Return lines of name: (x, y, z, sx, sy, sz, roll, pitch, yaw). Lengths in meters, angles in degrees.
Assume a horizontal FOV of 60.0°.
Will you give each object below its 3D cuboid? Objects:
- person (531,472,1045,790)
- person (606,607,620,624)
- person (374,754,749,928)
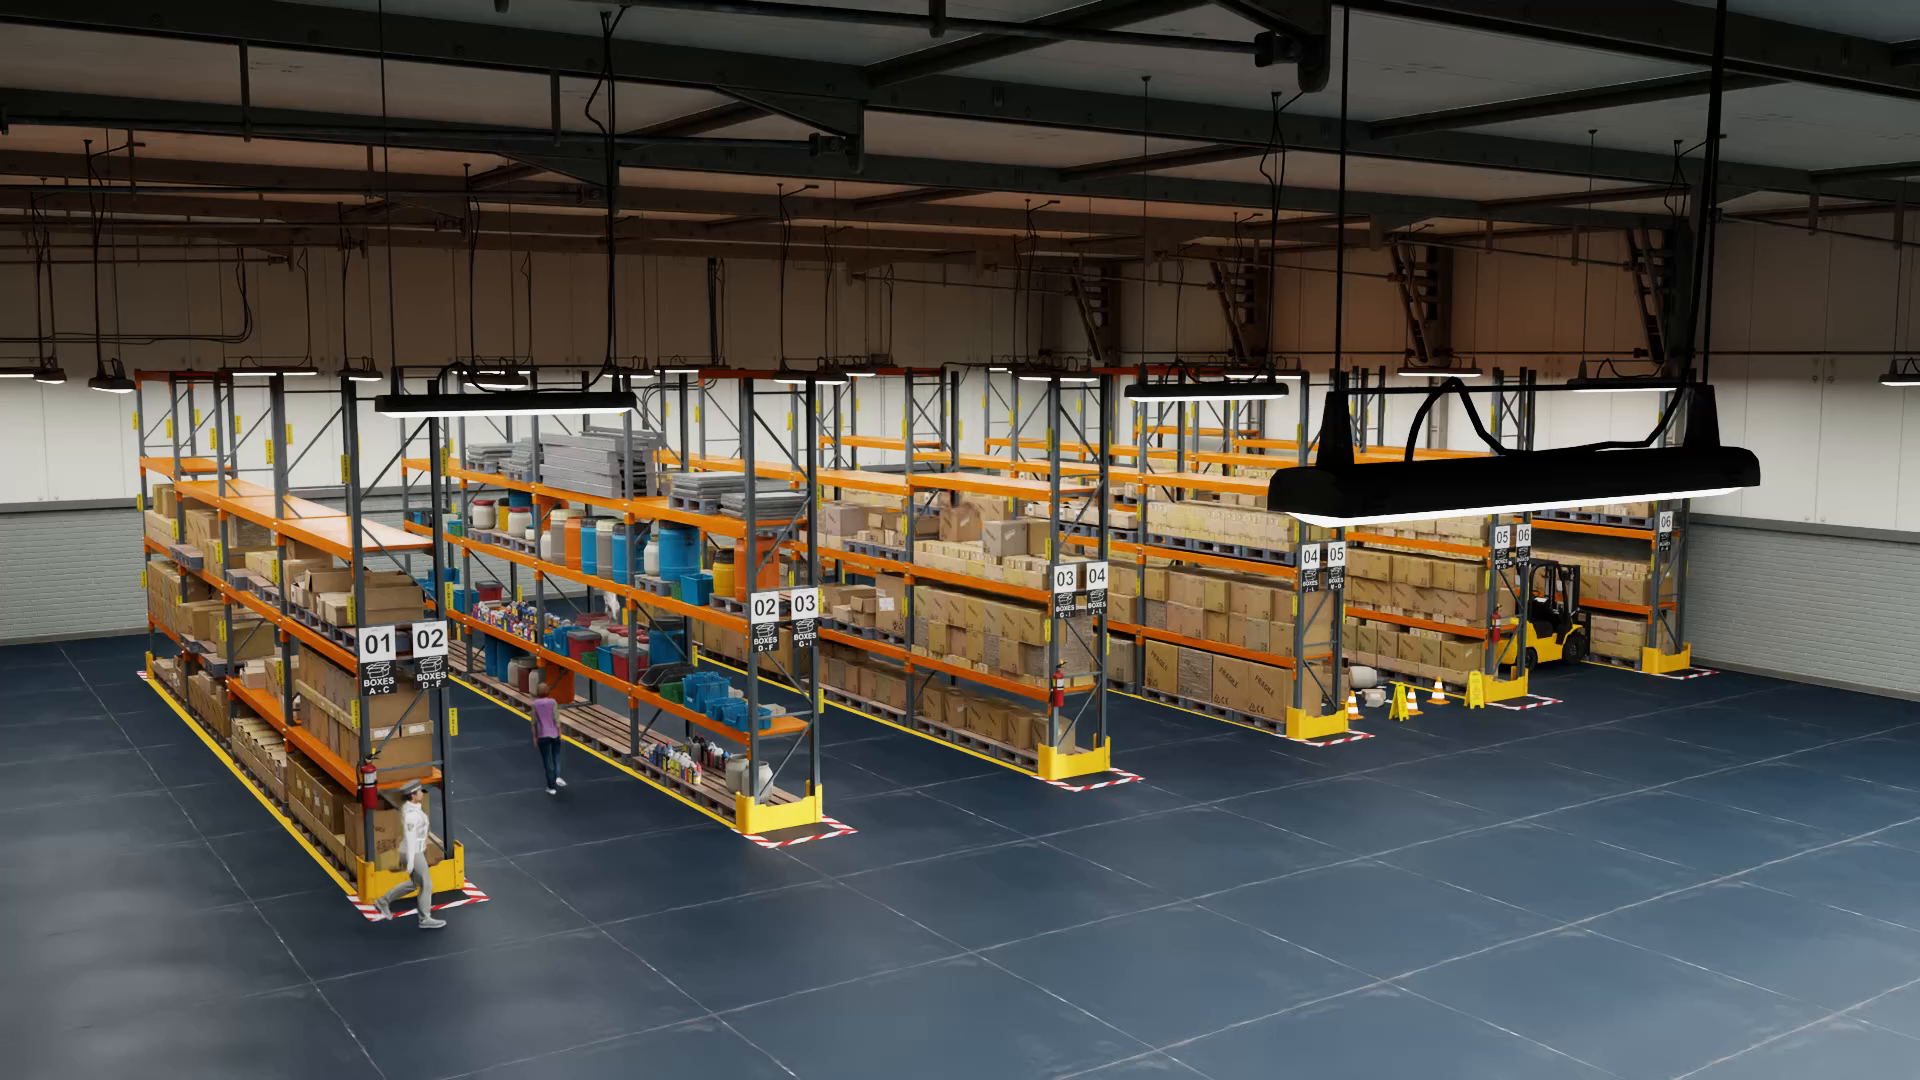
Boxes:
person: (-1.912, 0.811, 32.837, 15.754, 3.469, 13.129, -3, 7, -26)
person: (-7.417, 1.533, 35.560, 0.701, 1.641, 0.363, 0, 6, -3)
person: (-4.615, 3.279, 20.706, 4.608, 1.417, 4.738, -1, 7, -12)
